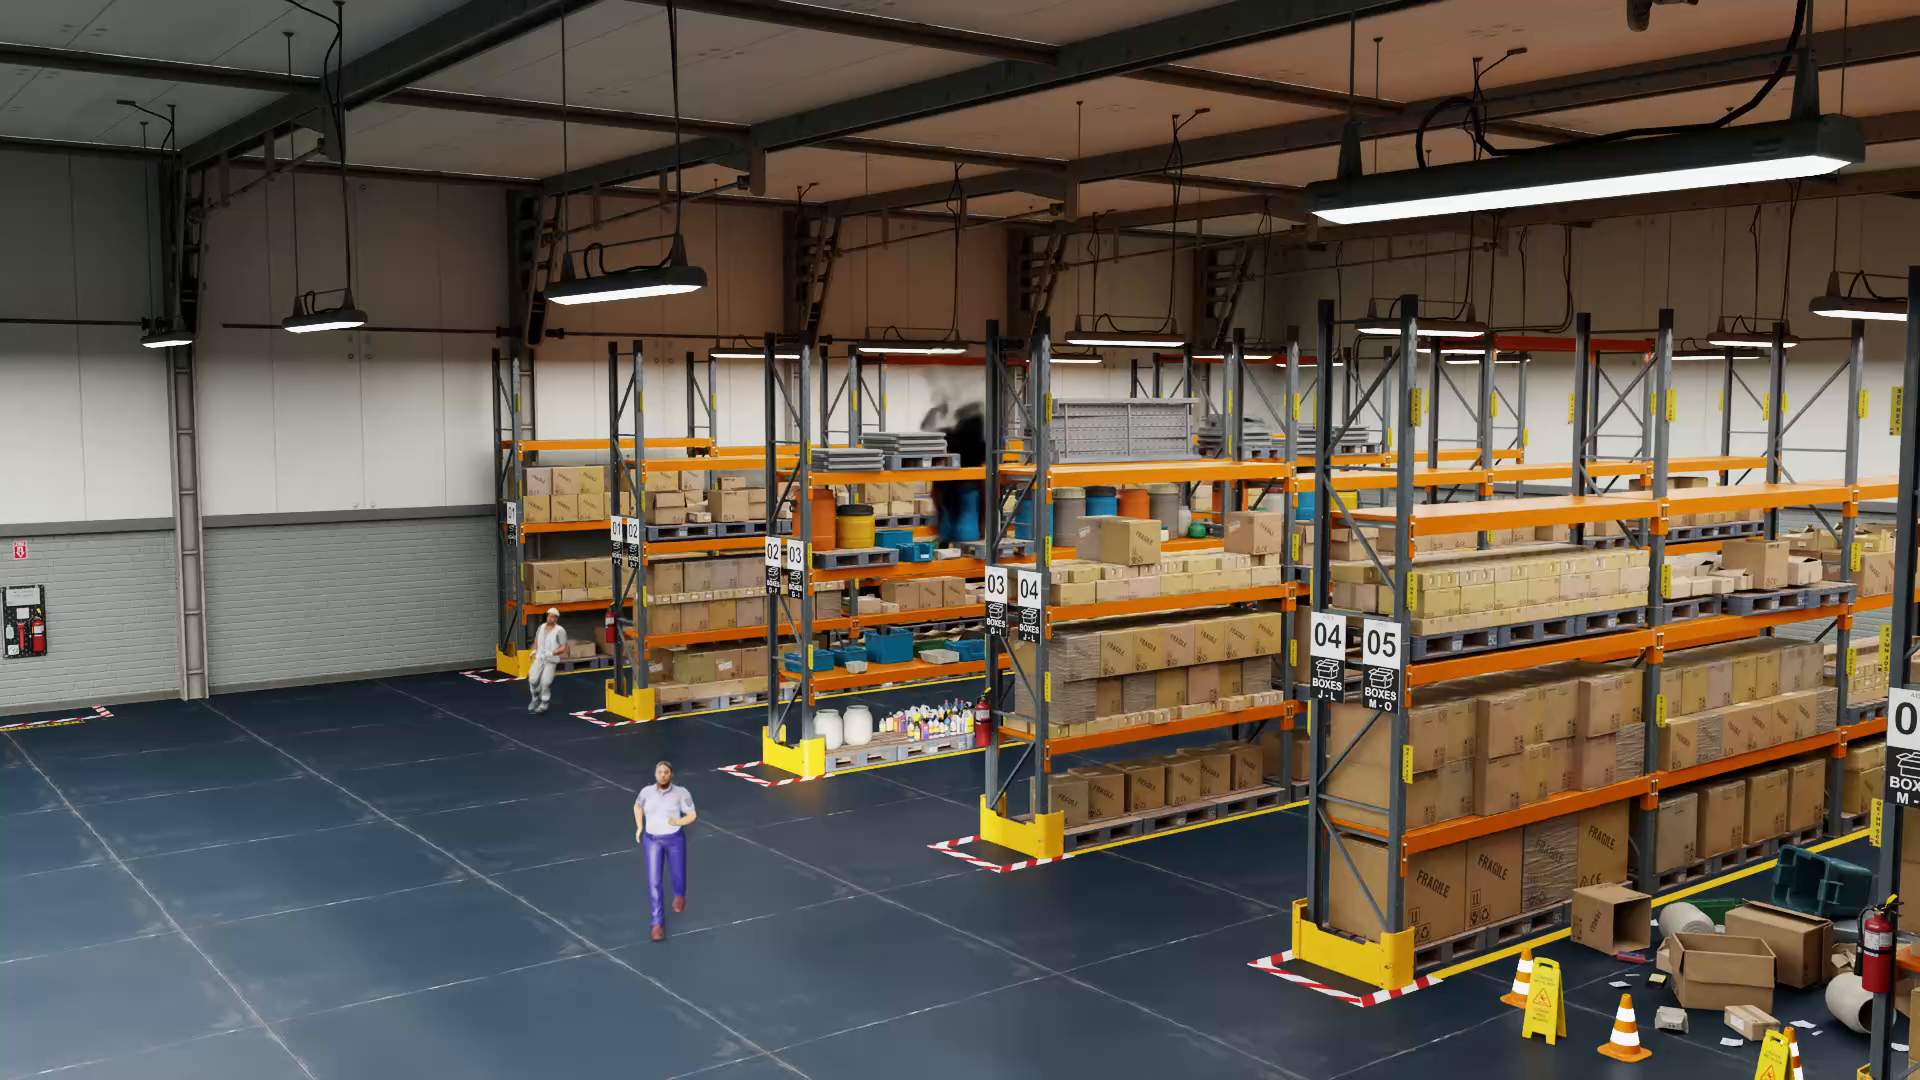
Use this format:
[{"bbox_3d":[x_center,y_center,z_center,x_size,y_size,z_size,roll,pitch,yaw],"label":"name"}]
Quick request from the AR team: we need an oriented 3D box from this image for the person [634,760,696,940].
[{"bbox_3d":[-2.846,2.934,16.025,0.615,1.624,0.881,0,5,-6],"label":"person"}]

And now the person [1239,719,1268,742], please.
[{"bbox_3d":[4.335,2.165,24.603,0.576,1.657,0.924,5,7,42],"label":"person"}]

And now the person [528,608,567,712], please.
[{"bbox_3d":[-6.647,1.947,26.692,0.700,1.715,0.635,1,5,11],"label":"person"}]
